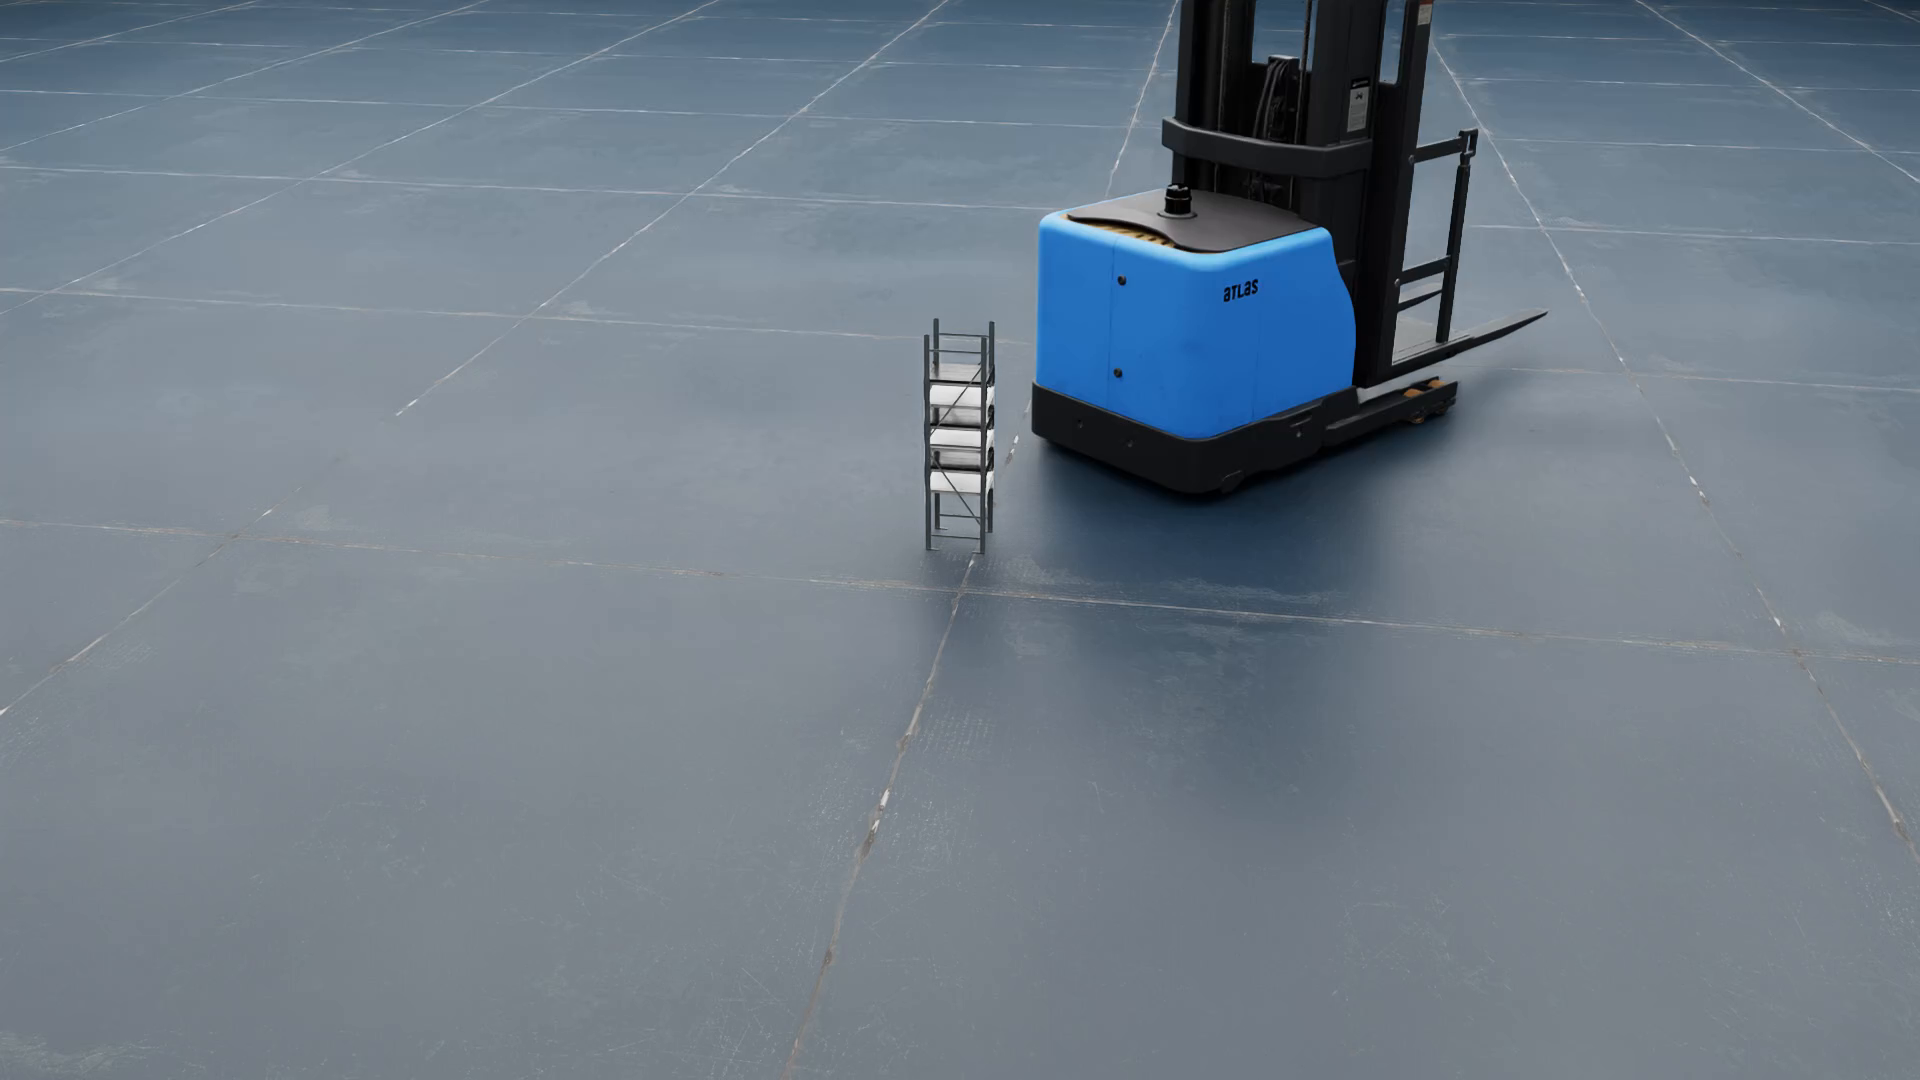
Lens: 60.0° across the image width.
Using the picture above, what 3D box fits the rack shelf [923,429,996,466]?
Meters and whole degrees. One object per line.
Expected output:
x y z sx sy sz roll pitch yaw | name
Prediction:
-0.001 -0.374 6.566 0.258 0.077 0.200 4 25 9 | rack shelf

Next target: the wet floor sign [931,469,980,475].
-6.032 0.481 4.962 8.976 0.644 9.326 13 28 26 | wet floor sign

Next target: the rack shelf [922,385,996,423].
-0.001 -0.537 6.490 0.258 0.077 0.200 4 25 9 | rack shelf

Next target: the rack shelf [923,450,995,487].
-0.001 -0.292 6.604 0.258 0.077 0.200 4 25 9 | rack shelf

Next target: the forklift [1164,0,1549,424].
1.807 -2.012 7.667 2.937 2.867 1.118 -20 32 -37 | forklift

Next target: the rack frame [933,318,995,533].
0.015 -0.447 6.643 0.240 0.900 0.006 4 25 9 | rack frame

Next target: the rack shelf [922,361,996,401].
-0.001 -0.619 6.452 0.258 0.077 0.200 4 25 9 | rack shelf

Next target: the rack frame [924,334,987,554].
-0.018 -0.362 6.461 0.240 0.900 0.006 4 25 9 | rack frame

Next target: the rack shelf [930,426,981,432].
-0.001 -0.469 6.522 0.199 0.015 0.184 4 25 9 | rack shelf

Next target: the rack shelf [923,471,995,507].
-0.001 -0.211 6.642 0.258 0.077 0.200 4 25 9 | rack shelf

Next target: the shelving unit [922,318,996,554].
-0.001 -0.404 6.552 0.258 0.900 0.210 4 25 9 | shelving unit
